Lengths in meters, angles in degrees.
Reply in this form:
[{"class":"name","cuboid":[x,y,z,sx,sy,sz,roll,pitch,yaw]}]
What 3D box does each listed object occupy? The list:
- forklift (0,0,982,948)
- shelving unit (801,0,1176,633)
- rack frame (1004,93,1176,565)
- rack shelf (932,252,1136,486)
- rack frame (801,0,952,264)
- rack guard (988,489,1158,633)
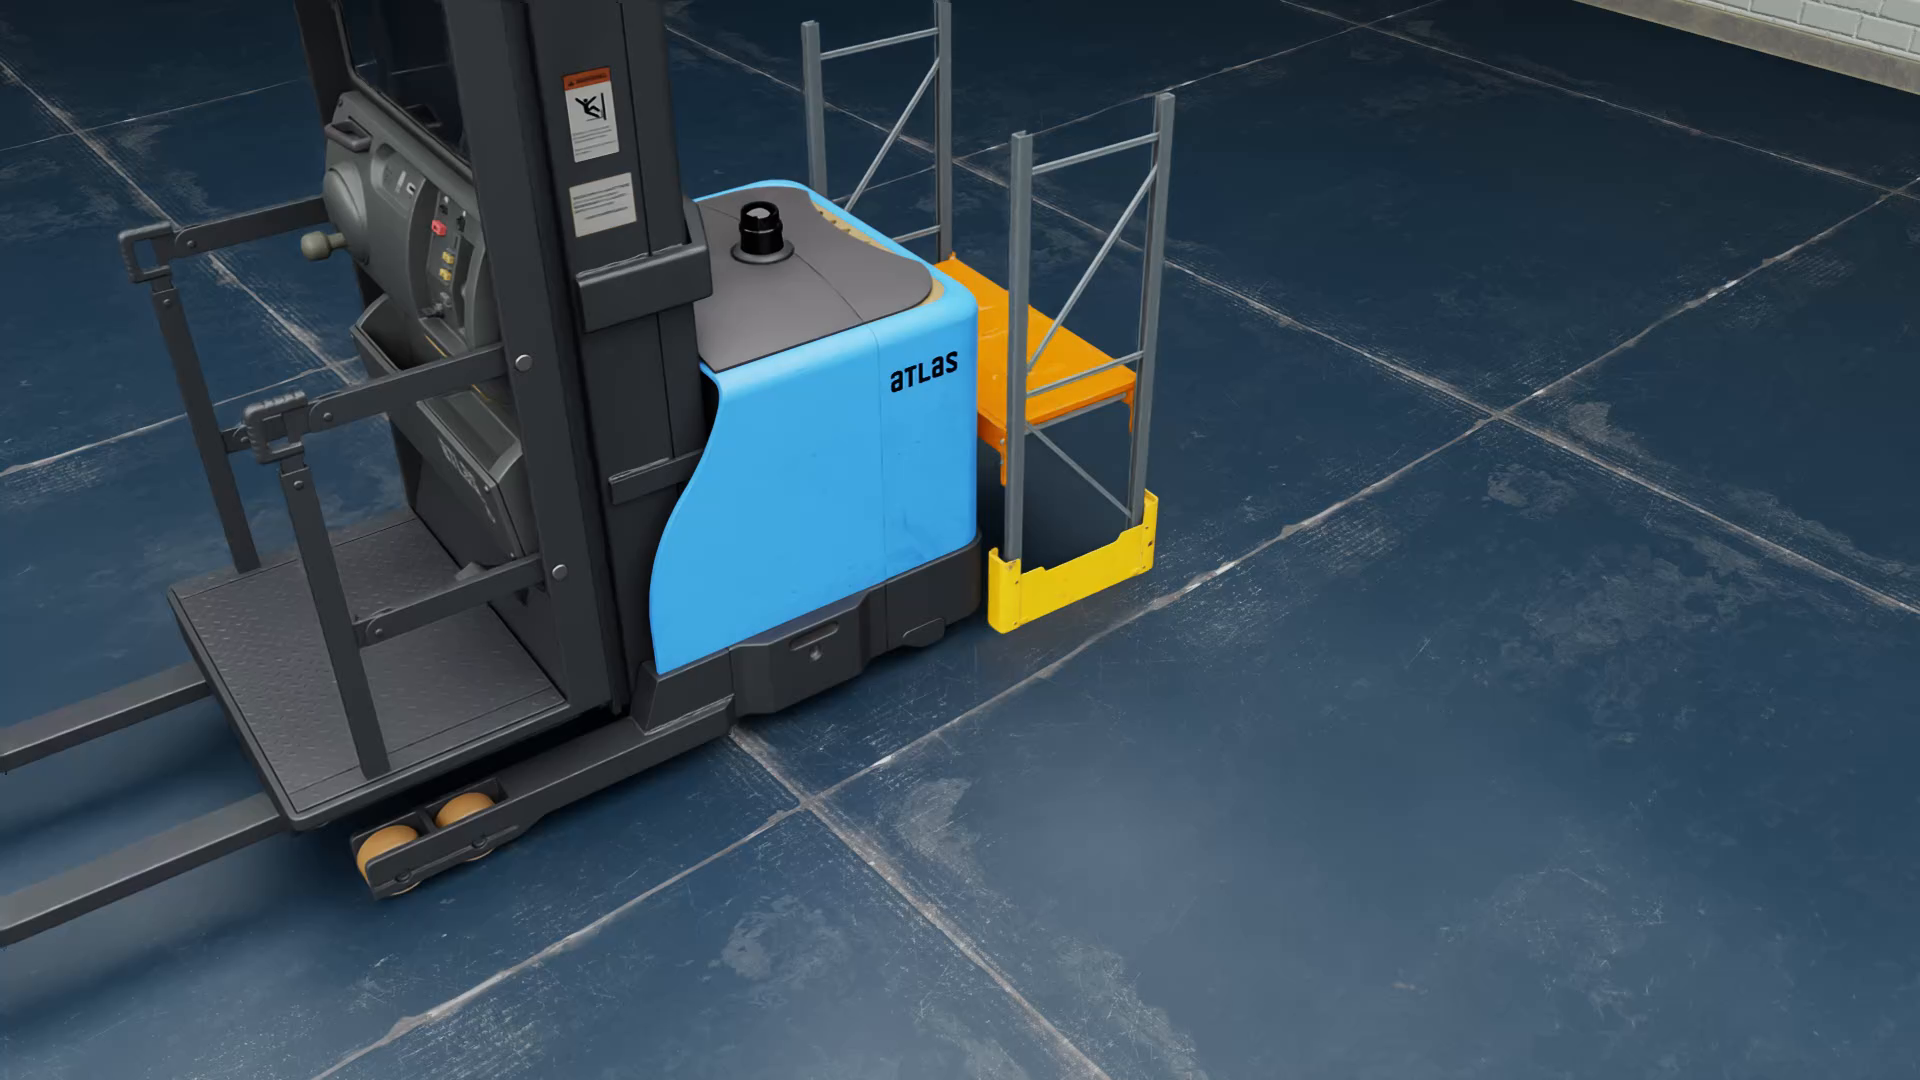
[{"class":"forklift","cuboid":[-1.431,-0.684,3.680,3.031,2.935,1.130,-23,41,-29]},{"class":"shelving unit","cuboid":[0.055,-0.689,4.925,0.587,1.500,1.083,-22,41,-28]},{"class":"rack frame","cuboid":[0.339,-0.451,4.590,0.500,1.500,0.032,-22,41,-28]},{"class":"rack shelf","cuboid":[0.050,-0.546,5.035,0.538,0.185,1.000,-22,41,-28]},{"class":"rack frame","cuboid":[-0.240,-0.934,5.272,0.500,1.500,0.032,-22,41,-28]},{"class":"rack guard","cuboid":[0.338,0.058,4.952,0.587,0.250,0.087,-22,41,-28]}]
